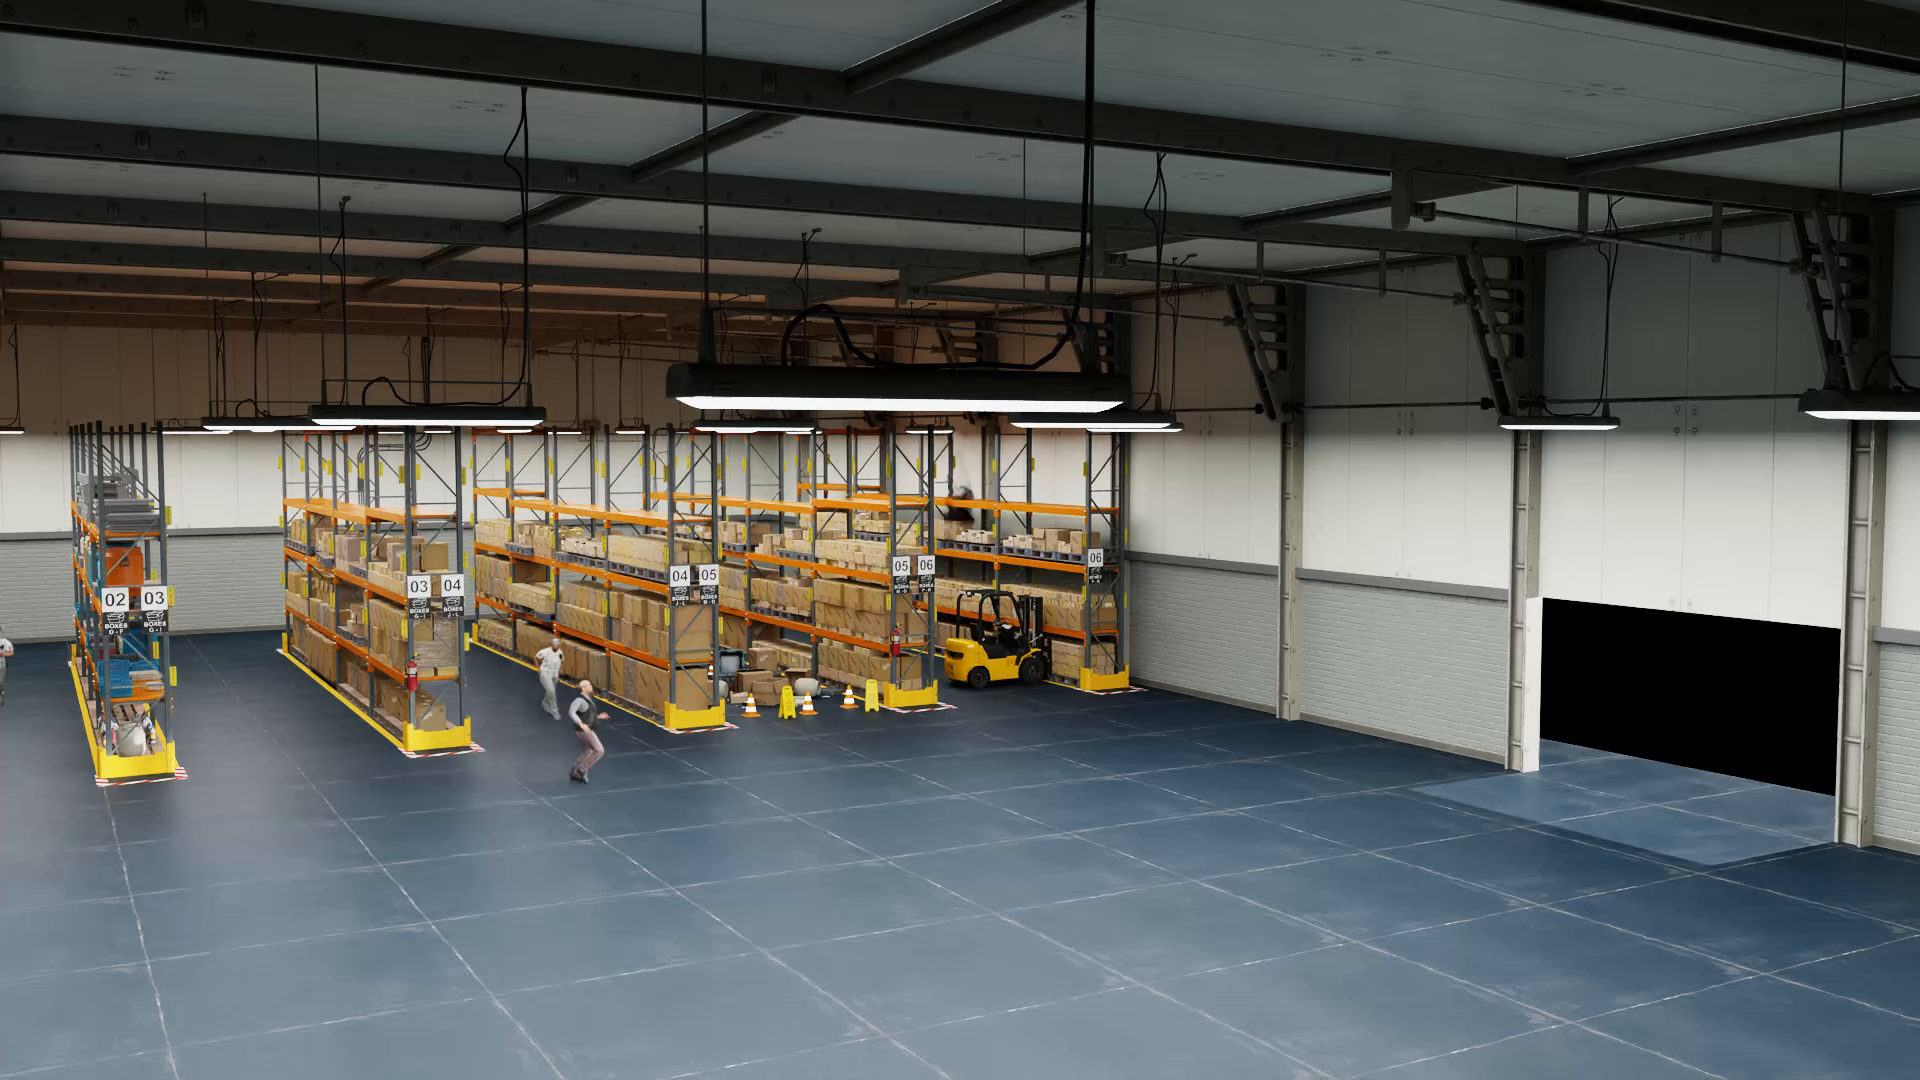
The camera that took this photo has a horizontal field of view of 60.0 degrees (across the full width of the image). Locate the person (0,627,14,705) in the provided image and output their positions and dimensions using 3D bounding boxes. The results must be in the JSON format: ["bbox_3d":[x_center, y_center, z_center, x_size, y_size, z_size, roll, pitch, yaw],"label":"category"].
[{"bbox_3d":[-20.245,2.697,34.905,0.686,1.830,0.876,-2,4,-31],"label":"person"}]

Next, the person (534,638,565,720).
[{"bbox_3d":[-8.390,2.809,34.041,0.638,1.651,0.945,-3,5,-42],"label":"person"}]

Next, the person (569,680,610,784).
[{"bbox_3d":[-6.148,3.169,27.510,0.675,1.702,0.634,0,4,-2],"label":"person"}]
